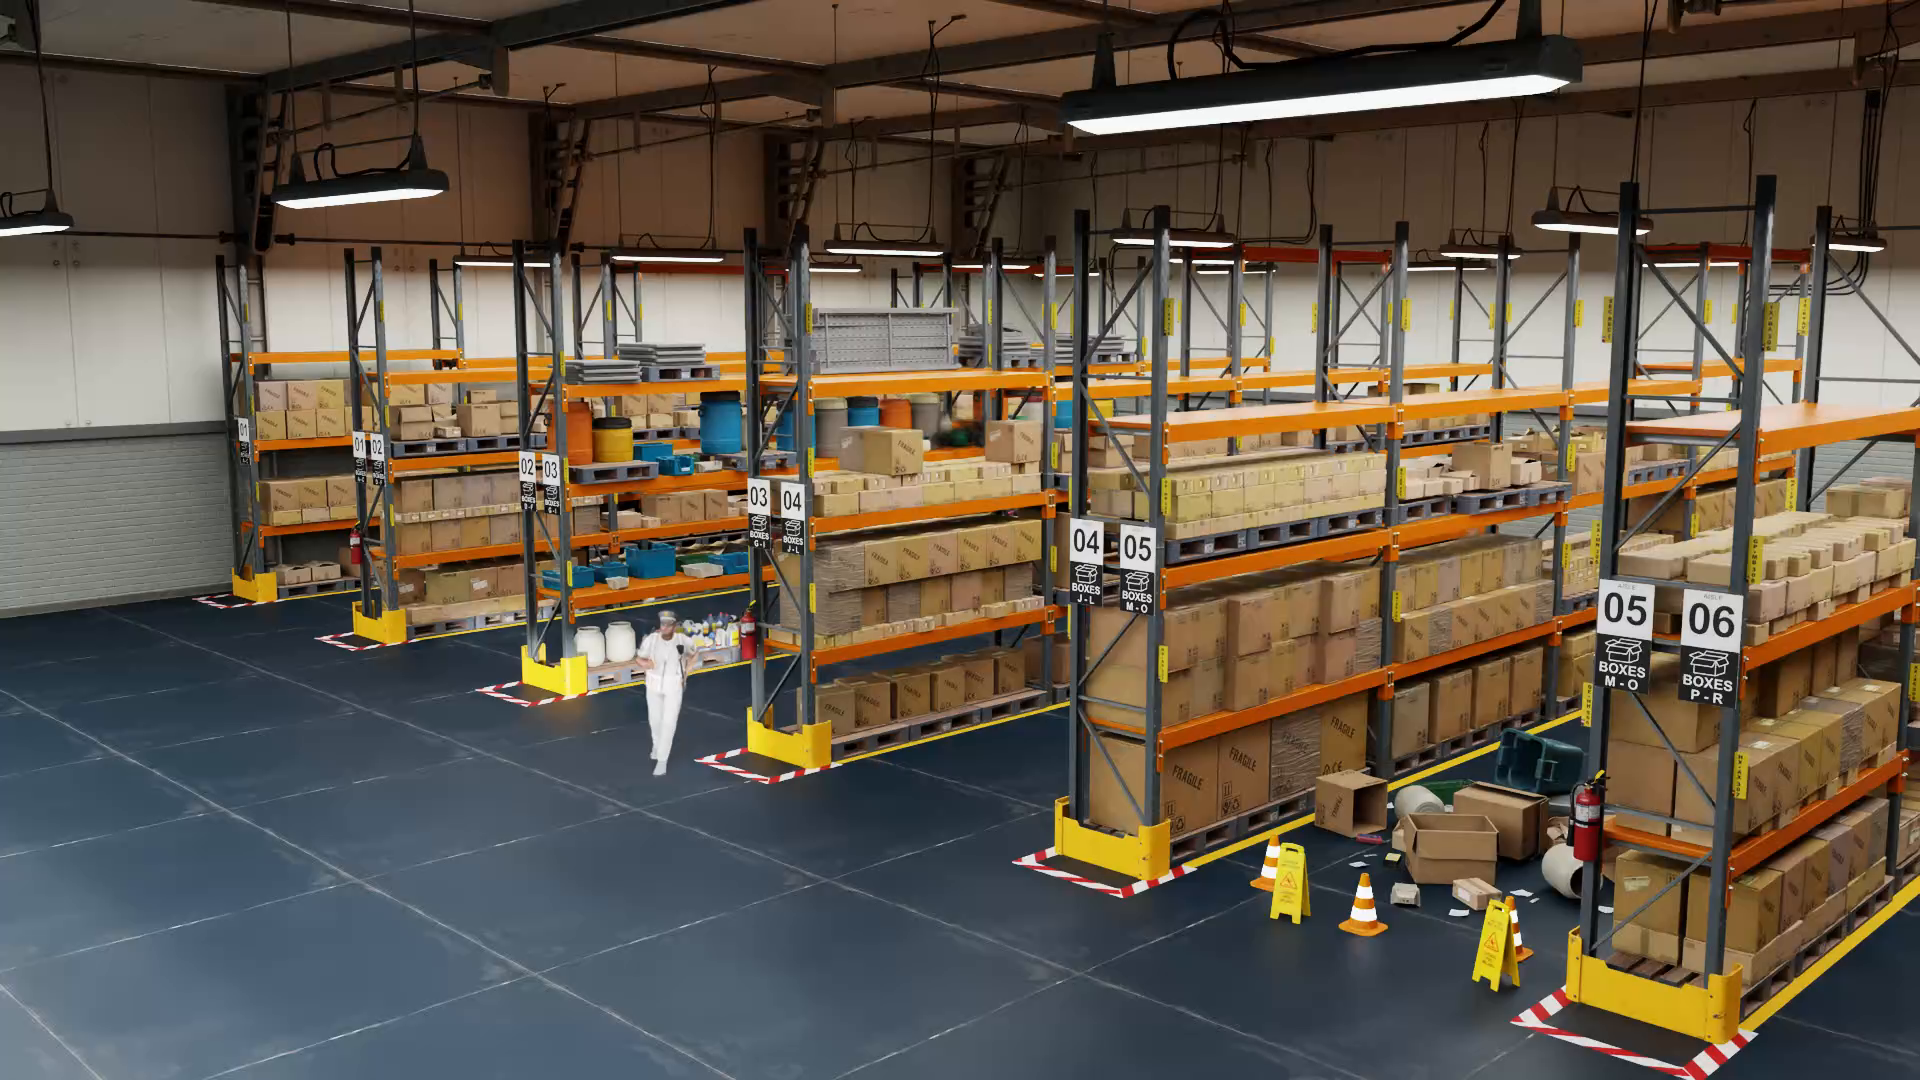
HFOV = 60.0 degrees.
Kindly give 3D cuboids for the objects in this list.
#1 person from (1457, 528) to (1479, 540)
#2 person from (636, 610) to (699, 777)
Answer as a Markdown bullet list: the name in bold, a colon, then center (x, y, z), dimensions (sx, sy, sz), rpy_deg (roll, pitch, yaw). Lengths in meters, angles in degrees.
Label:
- **person**: center (8.045, 0.579, 26.331), dimensions (0.687, 1.731, 0.630), rpy_deg (6, 10, 36)
- **person**: center (-3.276, 1.670, 18.595), dimensions (0.663, 1.837, 0.835), rpy_deg (0, 8, 2)
